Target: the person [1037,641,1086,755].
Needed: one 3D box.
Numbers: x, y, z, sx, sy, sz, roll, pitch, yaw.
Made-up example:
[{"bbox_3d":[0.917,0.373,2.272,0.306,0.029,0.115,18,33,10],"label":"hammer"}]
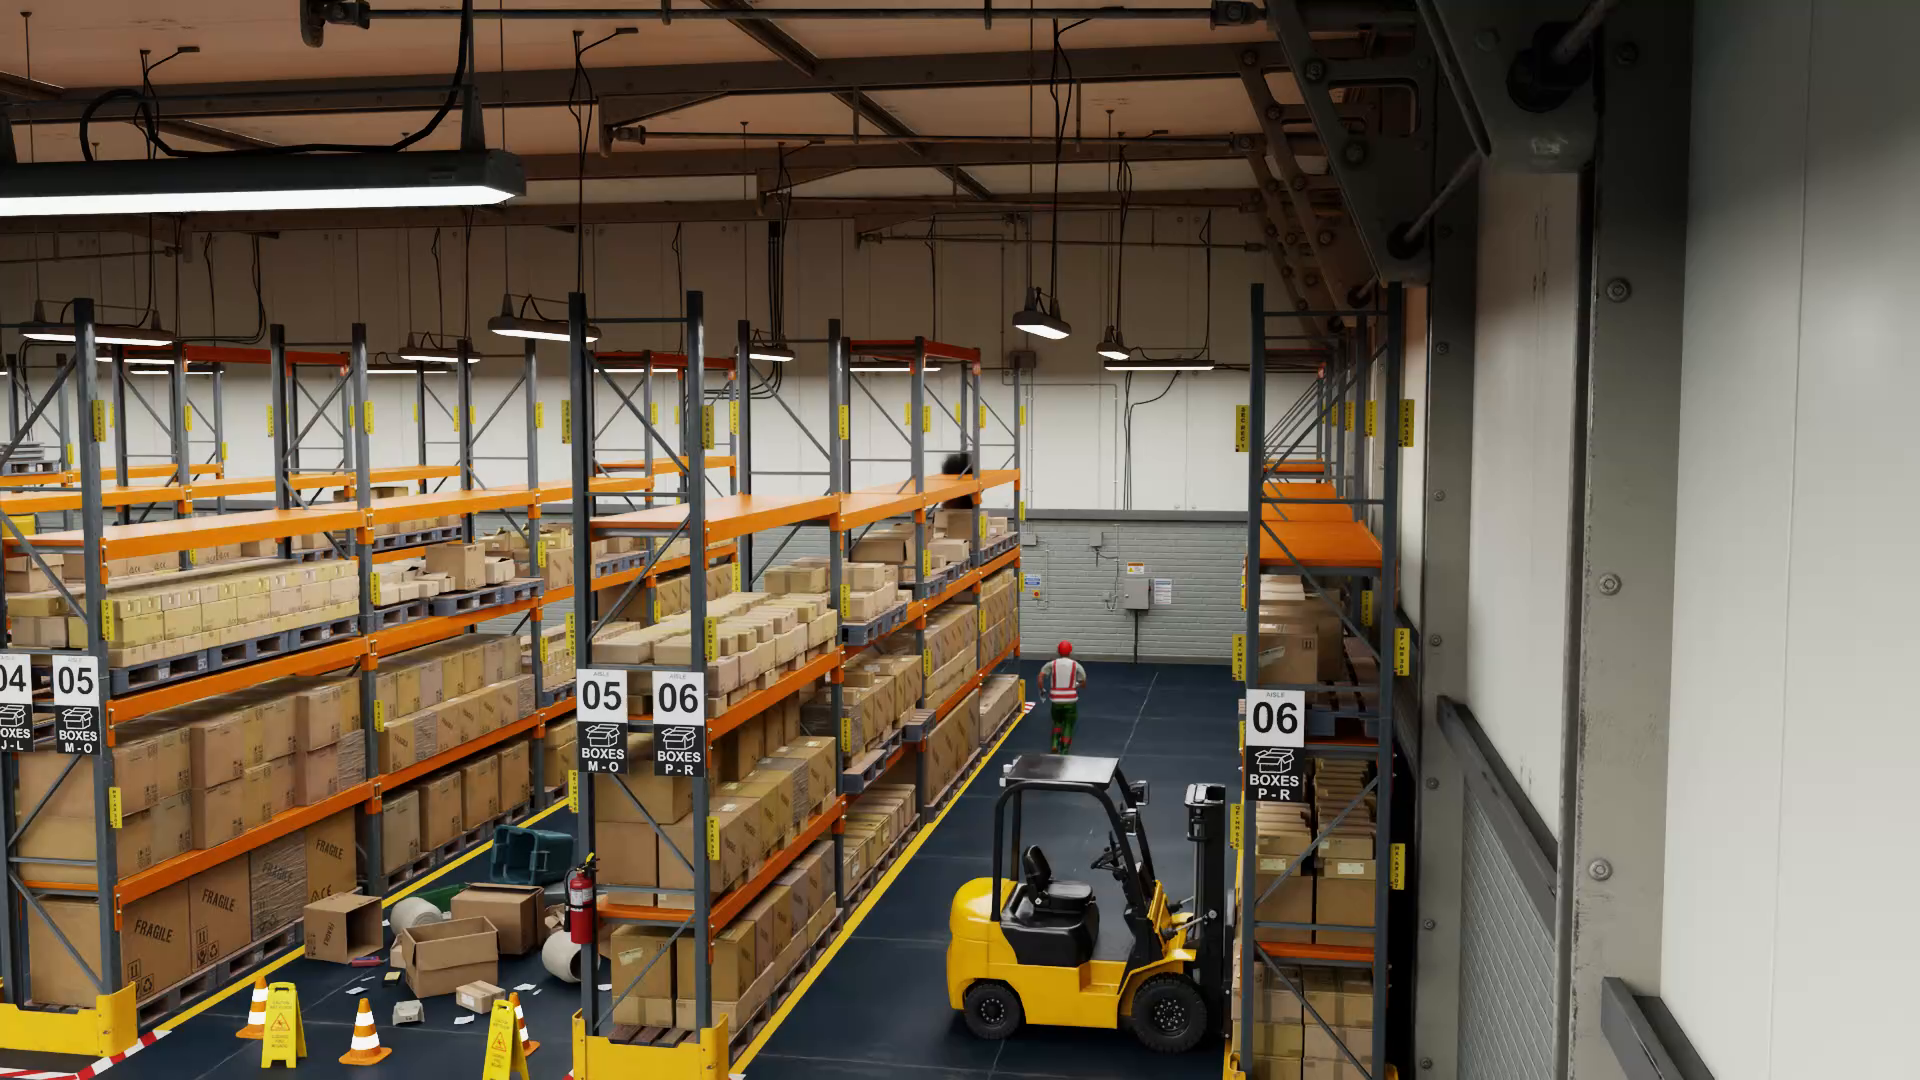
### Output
[{"bbox_3d":[1.495,2.341,24.163,0.695,1.783,0.667,1,5,13],"label":"person"}]
